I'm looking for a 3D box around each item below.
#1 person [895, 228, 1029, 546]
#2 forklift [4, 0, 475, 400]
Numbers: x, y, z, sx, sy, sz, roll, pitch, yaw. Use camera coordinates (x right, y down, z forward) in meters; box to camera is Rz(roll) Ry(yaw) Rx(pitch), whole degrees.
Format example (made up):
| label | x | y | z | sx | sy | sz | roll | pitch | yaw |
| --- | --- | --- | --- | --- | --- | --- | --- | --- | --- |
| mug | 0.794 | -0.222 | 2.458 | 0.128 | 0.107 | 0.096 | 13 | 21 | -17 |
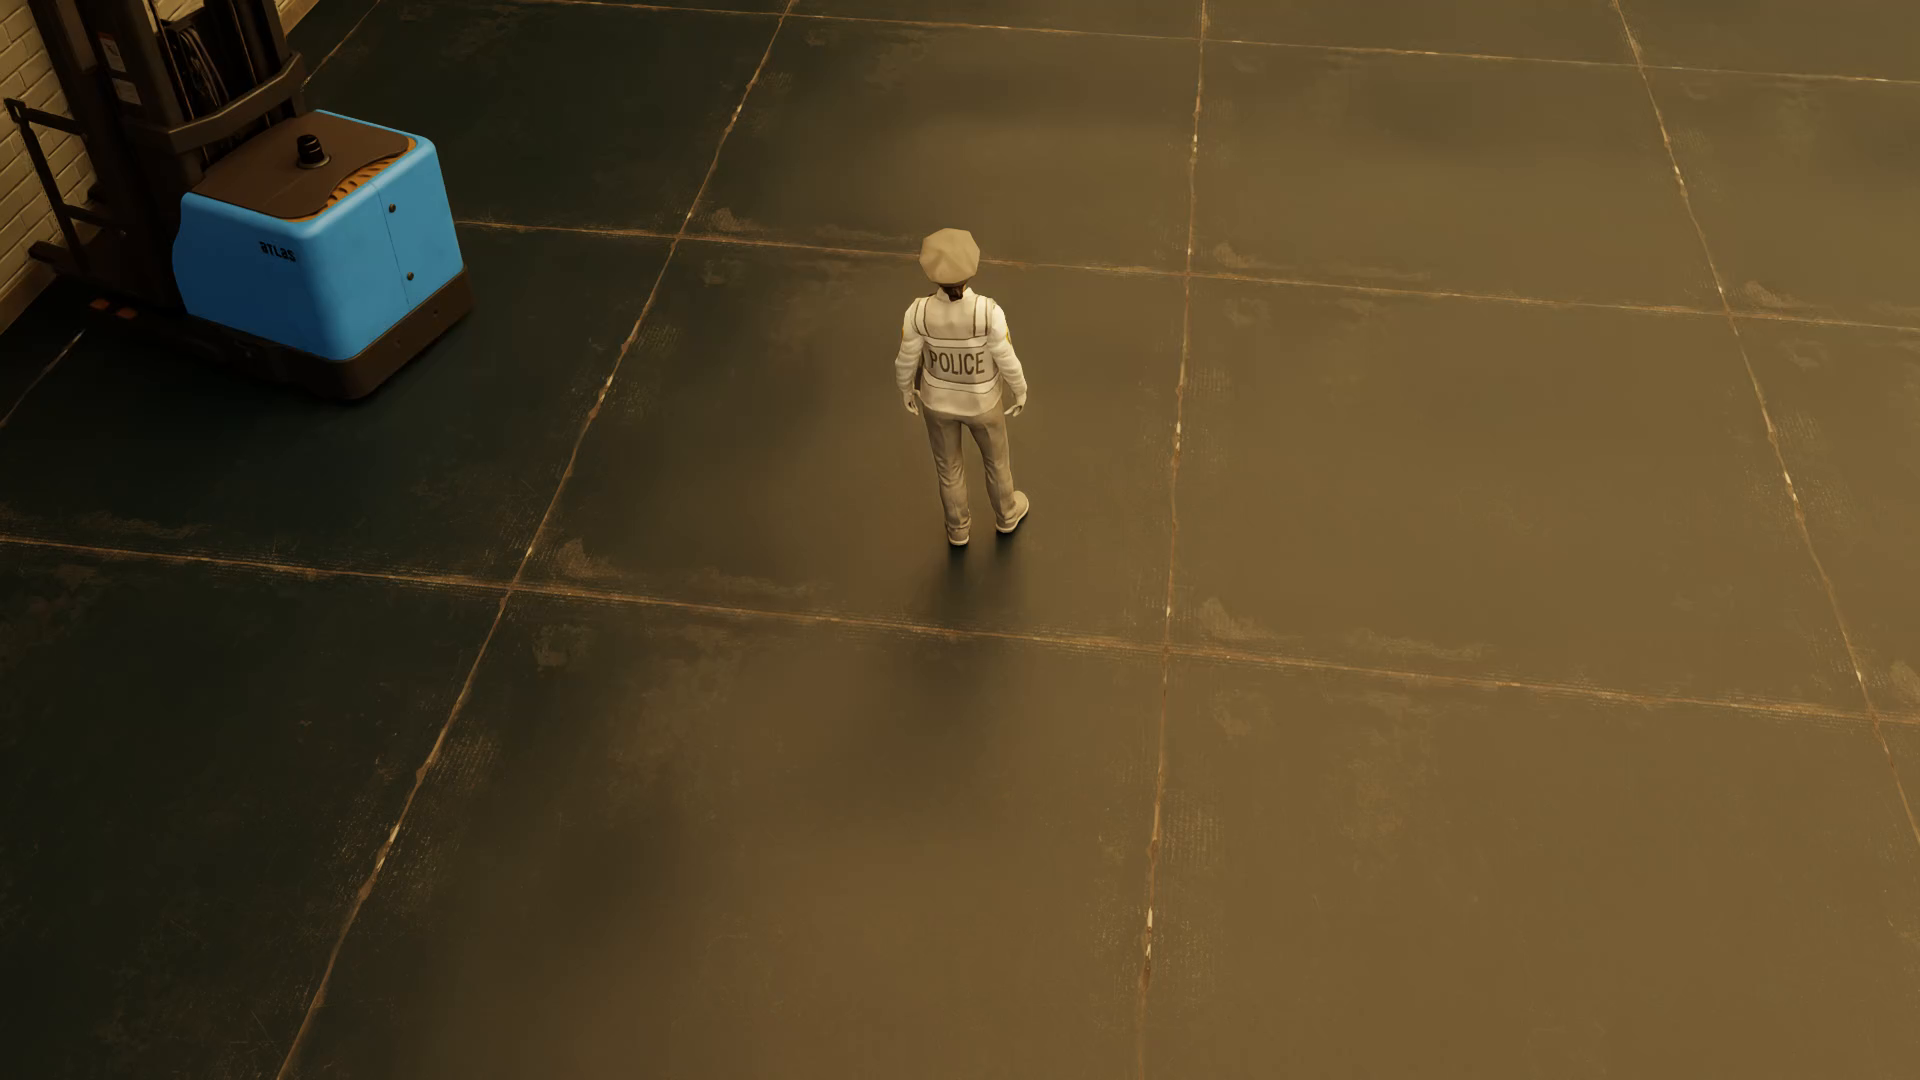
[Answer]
| label | x | y | z | sx | sy | sz | roll | pitch | yaw |
| --- | --- | --- | --- | --- | --- | --- | --- | --- | --- |
| person | 0.015 | -0.675 | 7.362 | 0.587 | 1.695 | 0.531 | 5 | 43 | 6 |
| forklift | -4.244 | -2.484 | 8.429 | 3.031 | 2.935 | 1.130 | 18 | 45 | 18 |
